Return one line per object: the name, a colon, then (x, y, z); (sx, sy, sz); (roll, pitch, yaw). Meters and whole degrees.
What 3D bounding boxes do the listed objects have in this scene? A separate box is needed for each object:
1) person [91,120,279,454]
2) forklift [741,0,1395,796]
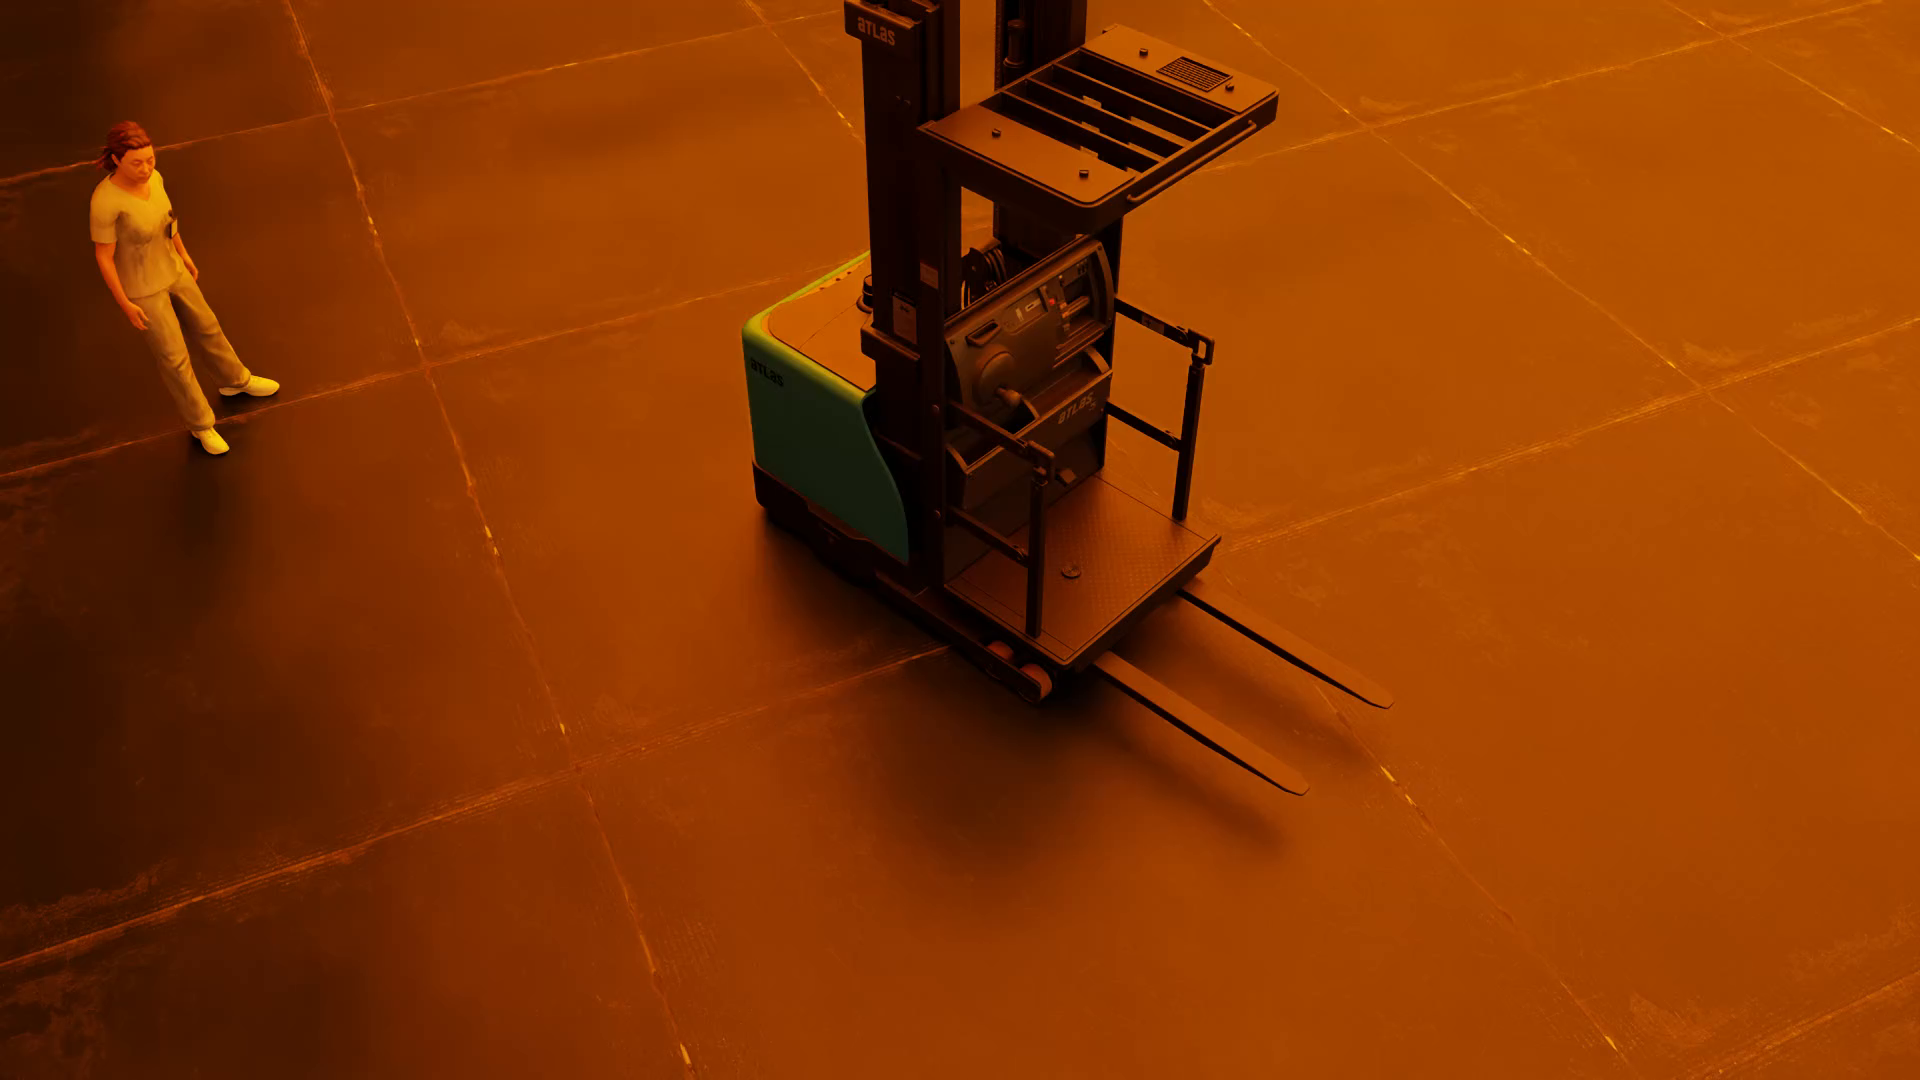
person: (-3.766, -1.238, 7.943); (0.394, 1.662, 0.593); (12, 44, 12)
forklift: (0.445, -0.788, 6.525); (3.031, 2.935, 1.130); (32, 52, 30)
